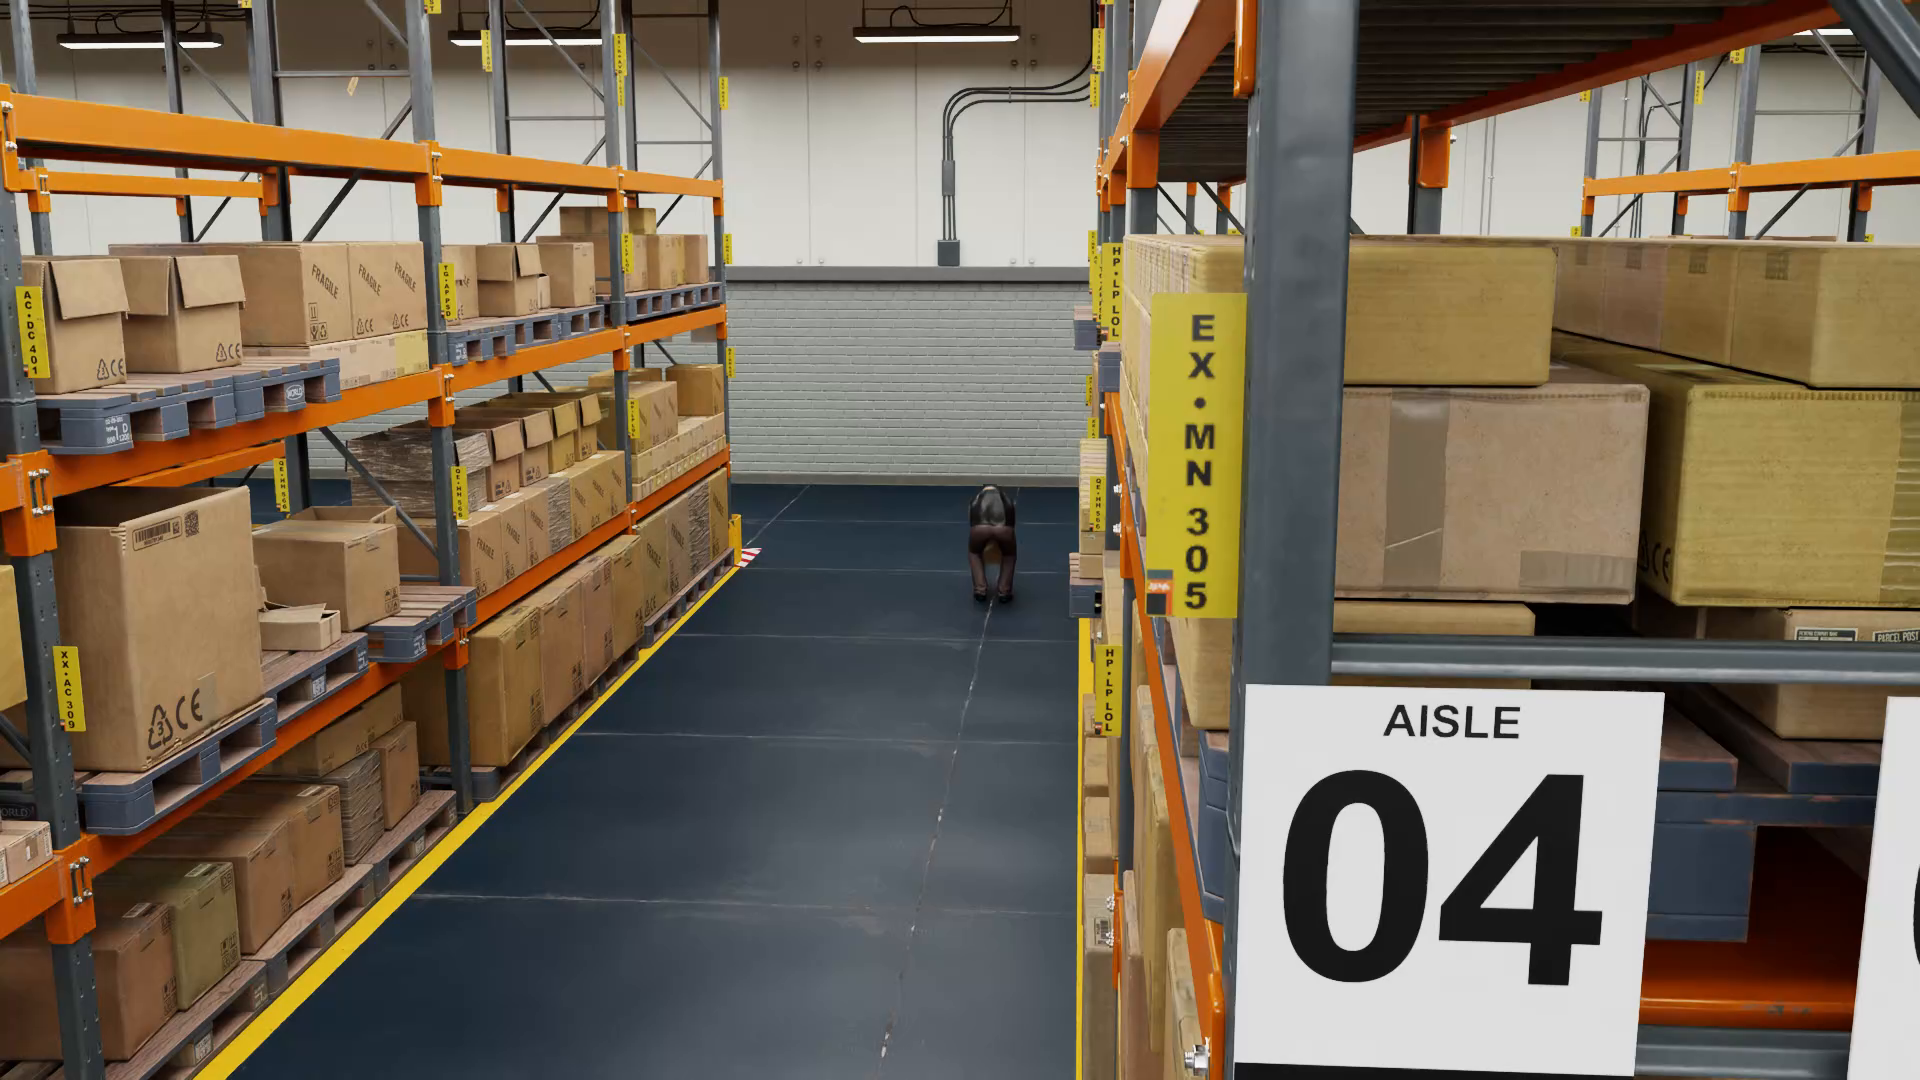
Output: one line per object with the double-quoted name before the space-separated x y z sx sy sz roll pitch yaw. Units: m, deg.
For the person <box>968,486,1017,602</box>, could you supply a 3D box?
"person" 0.323 0.036 16.580 0.490 1.064 0.949 0 11 1
